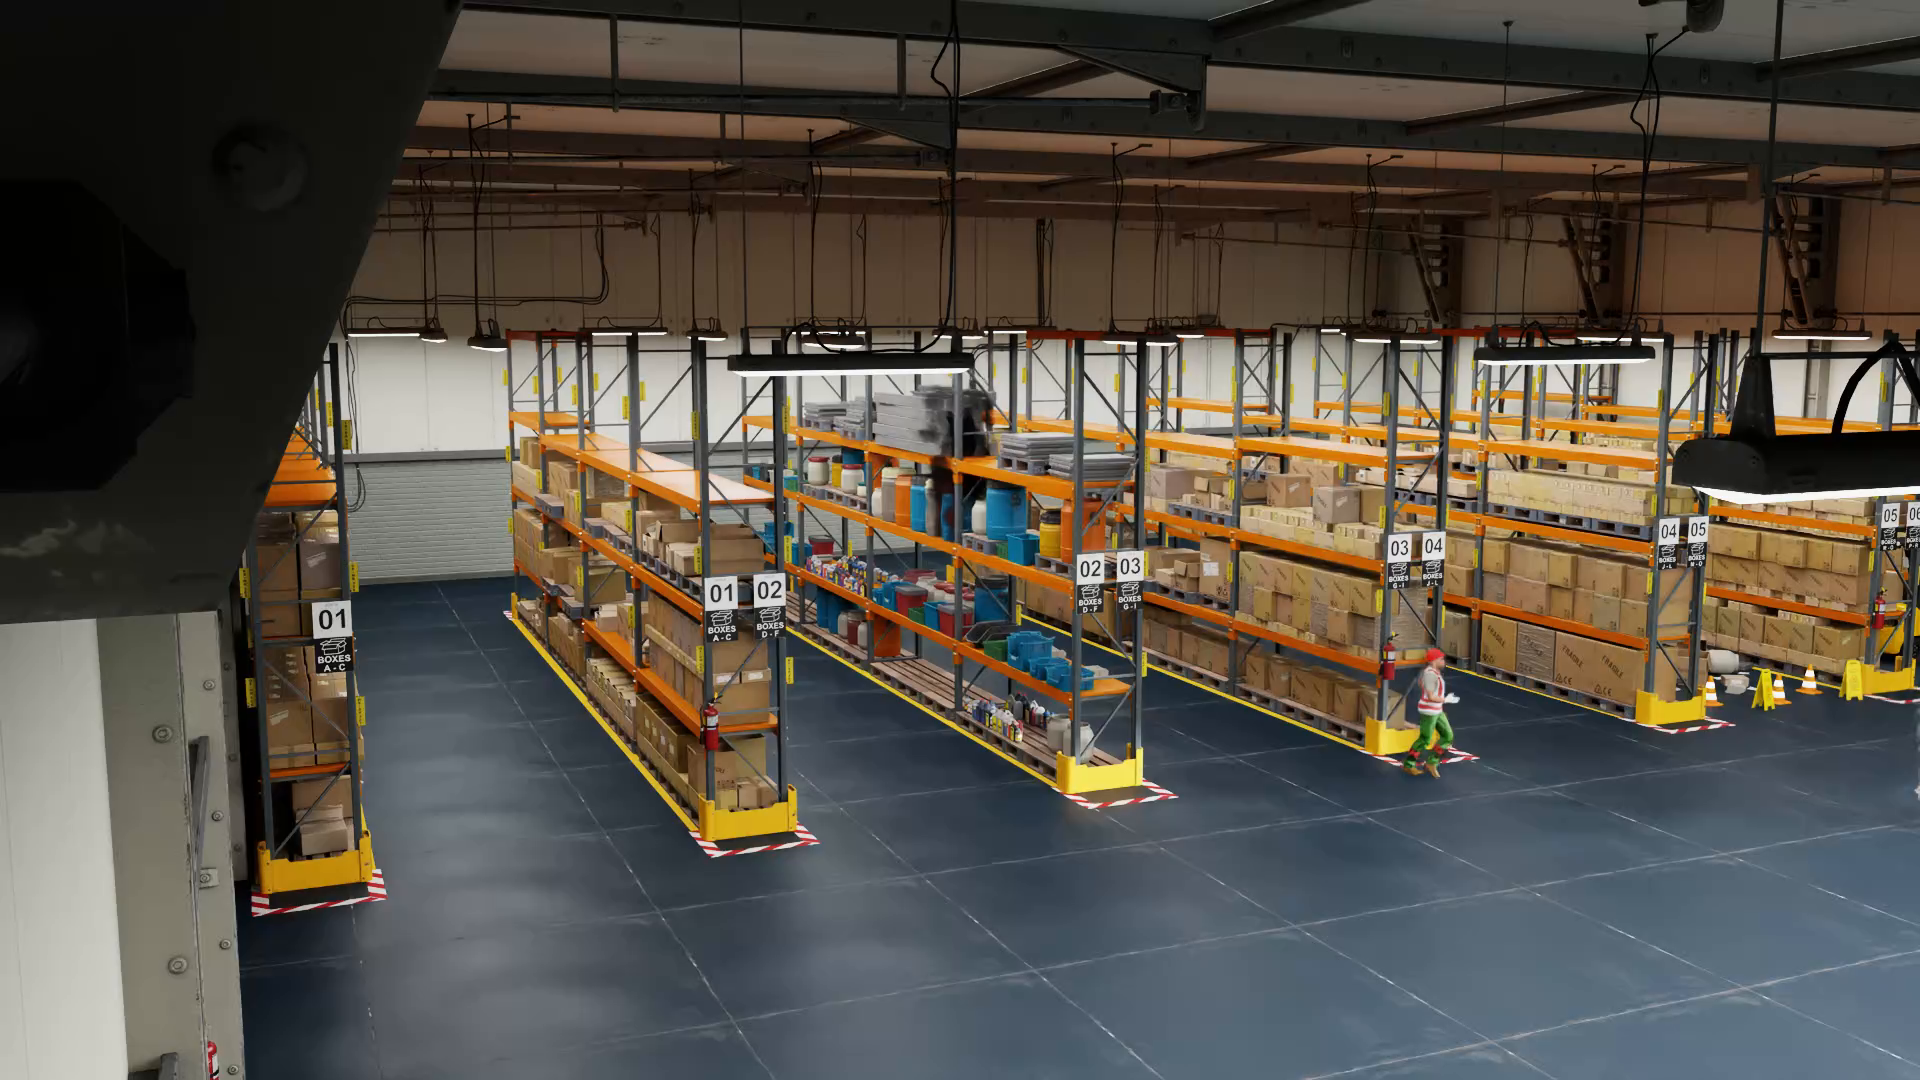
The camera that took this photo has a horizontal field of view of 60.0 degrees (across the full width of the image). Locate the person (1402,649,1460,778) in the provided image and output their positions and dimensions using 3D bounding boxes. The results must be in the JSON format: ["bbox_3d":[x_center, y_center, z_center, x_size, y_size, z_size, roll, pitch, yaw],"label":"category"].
[{"bbox_3d":[6.459,2.384,22.719,0.735,1.832,0.677,4,9,27],"label":"person"}]

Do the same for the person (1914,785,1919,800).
[{"bbox_3d":[12.346,2.723,20.451,0.992,1.759,0.640,2,8,15],"label":"person"}]
